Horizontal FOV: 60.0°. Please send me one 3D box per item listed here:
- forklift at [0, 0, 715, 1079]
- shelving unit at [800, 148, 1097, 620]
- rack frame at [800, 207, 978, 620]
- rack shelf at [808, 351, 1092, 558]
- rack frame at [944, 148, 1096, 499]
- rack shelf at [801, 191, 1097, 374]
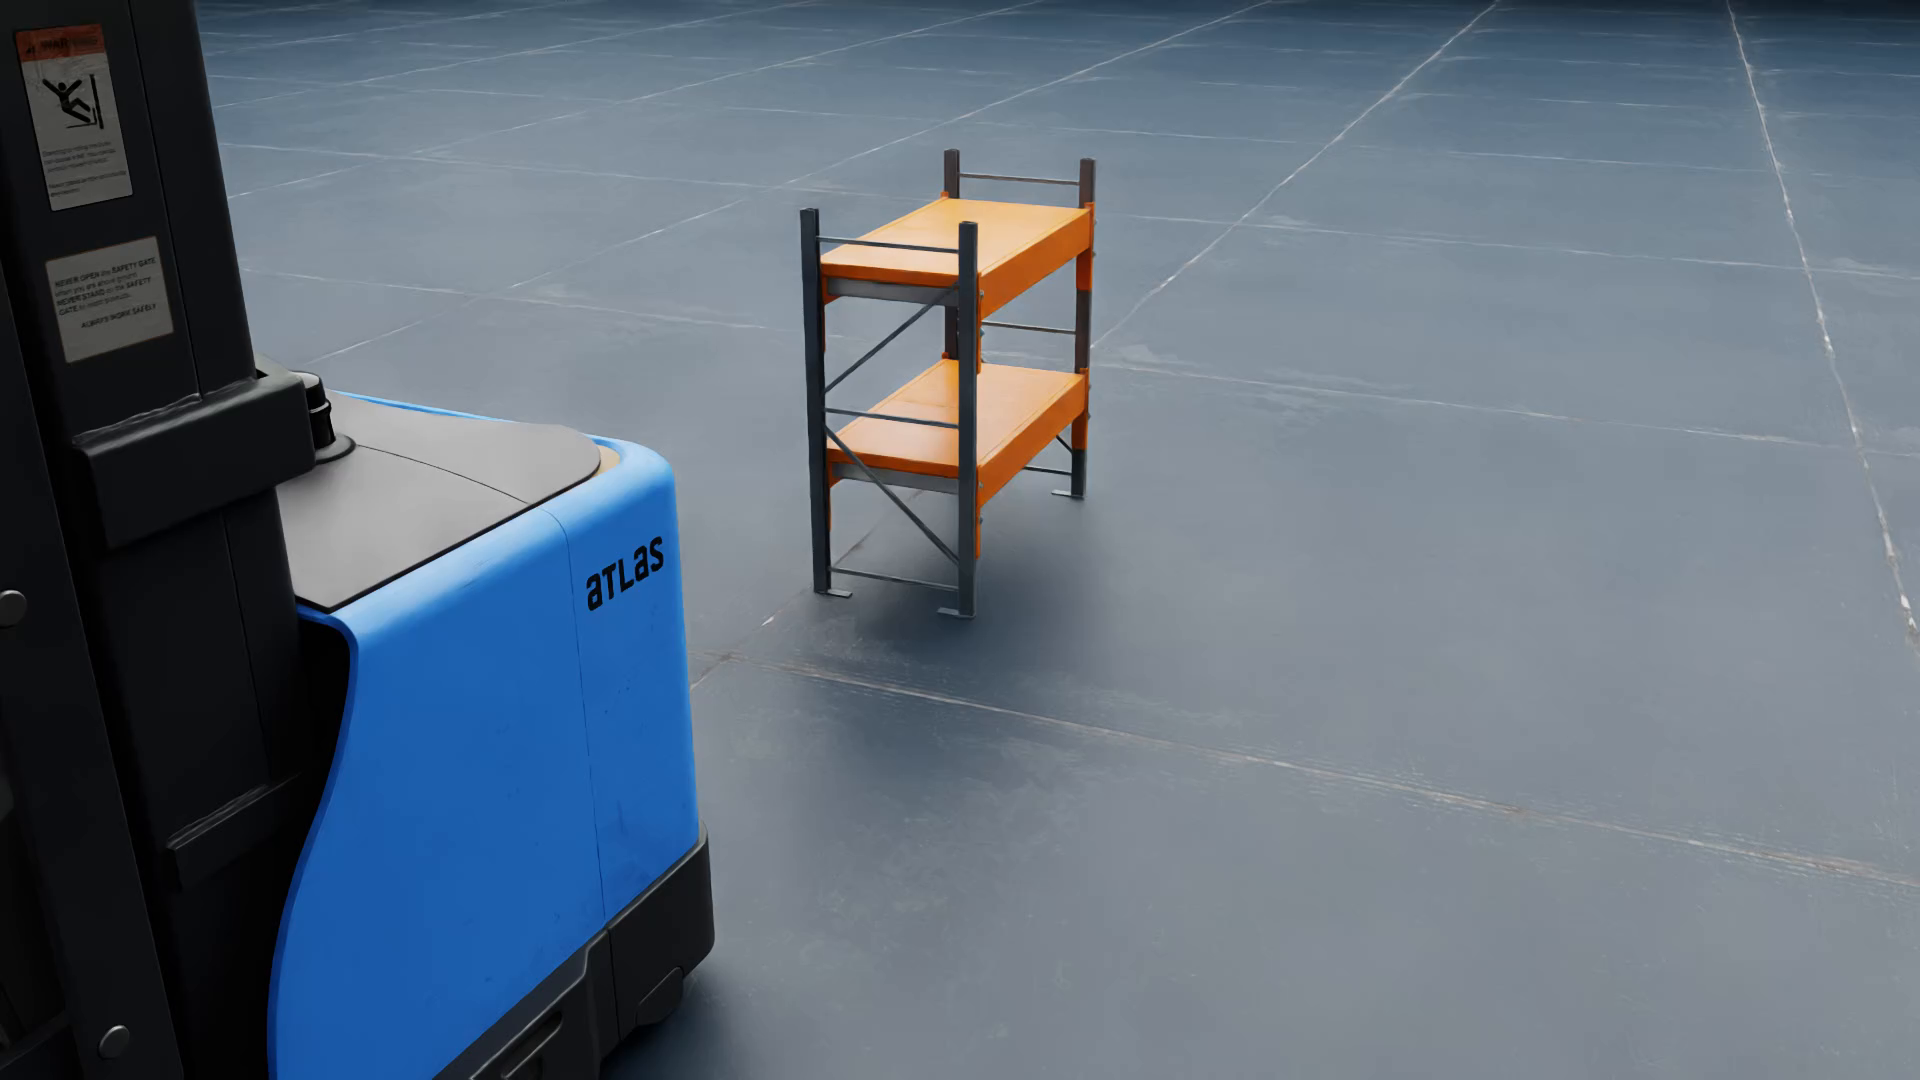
[{"bbox_3d":[-1.564,-0.090,1.662,1.130,2.935,3.031,10,25,23],"label":"forklift"},{"bbox_3d":[-0.003,-0.517,5.027,0.538,1.125,1.048,9,24,20],"label":"shelving unit"},{"bbox_3d":[-0.191,-0.335,4.592,0.500,1.125,0.032,9,24,20],"label":"rack frame"},{"bbox_3d":[-0.003,-0.291,5.122,0.538,0.278,1.000,9,24,20],"label":"rack shelf"},{"bbox_3d":[0.186,-0.699,5.463,0.500,1.125,0.032,9,24,20],"label":"rack frame"},{"bbox_3d":[-0.003,-0.787,4.915,0.538,0.278,1.000,9,24,20],"label":"rack shelf"}]
